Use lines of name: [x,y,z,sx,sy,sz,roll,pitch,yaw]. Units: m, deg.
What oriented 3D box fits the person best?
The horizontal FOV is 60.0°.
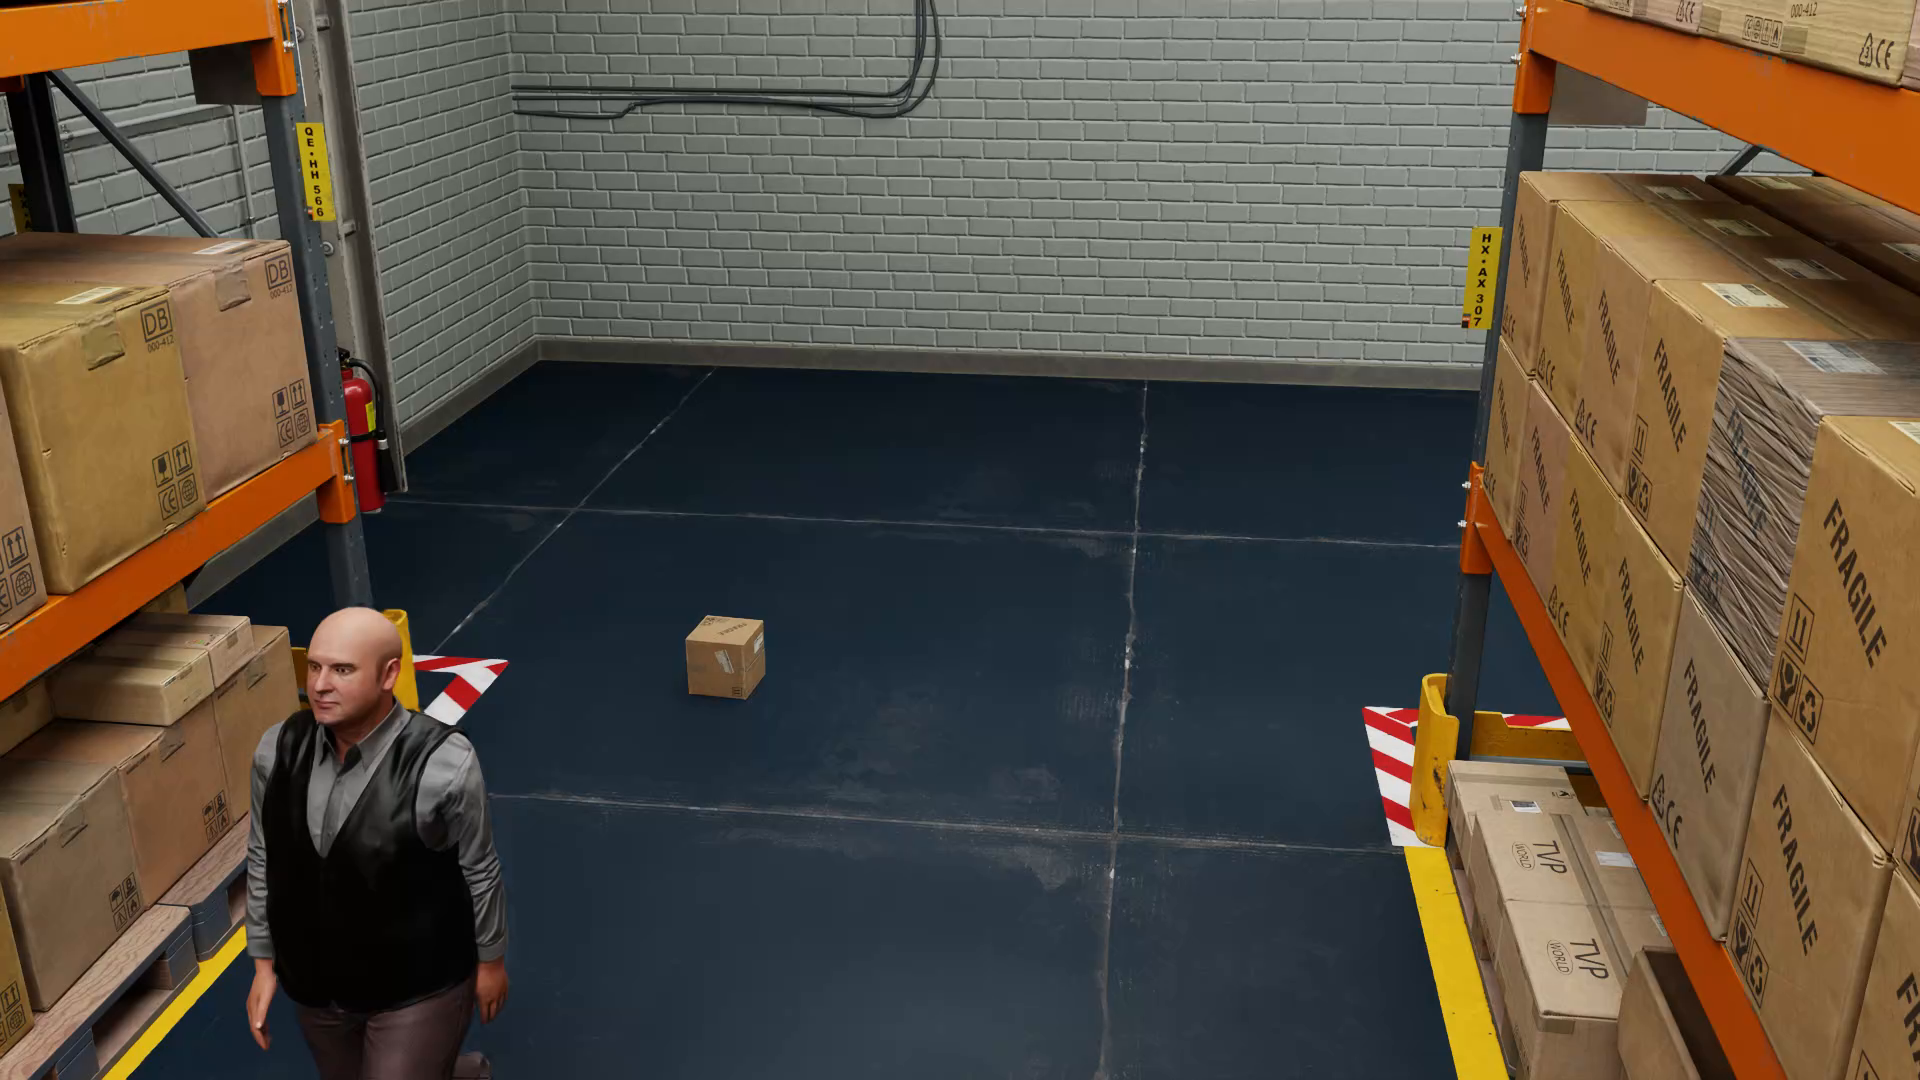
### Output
person: [-1.278,0.945,3.659,0.540,1.689,0.938,5,22,13]
